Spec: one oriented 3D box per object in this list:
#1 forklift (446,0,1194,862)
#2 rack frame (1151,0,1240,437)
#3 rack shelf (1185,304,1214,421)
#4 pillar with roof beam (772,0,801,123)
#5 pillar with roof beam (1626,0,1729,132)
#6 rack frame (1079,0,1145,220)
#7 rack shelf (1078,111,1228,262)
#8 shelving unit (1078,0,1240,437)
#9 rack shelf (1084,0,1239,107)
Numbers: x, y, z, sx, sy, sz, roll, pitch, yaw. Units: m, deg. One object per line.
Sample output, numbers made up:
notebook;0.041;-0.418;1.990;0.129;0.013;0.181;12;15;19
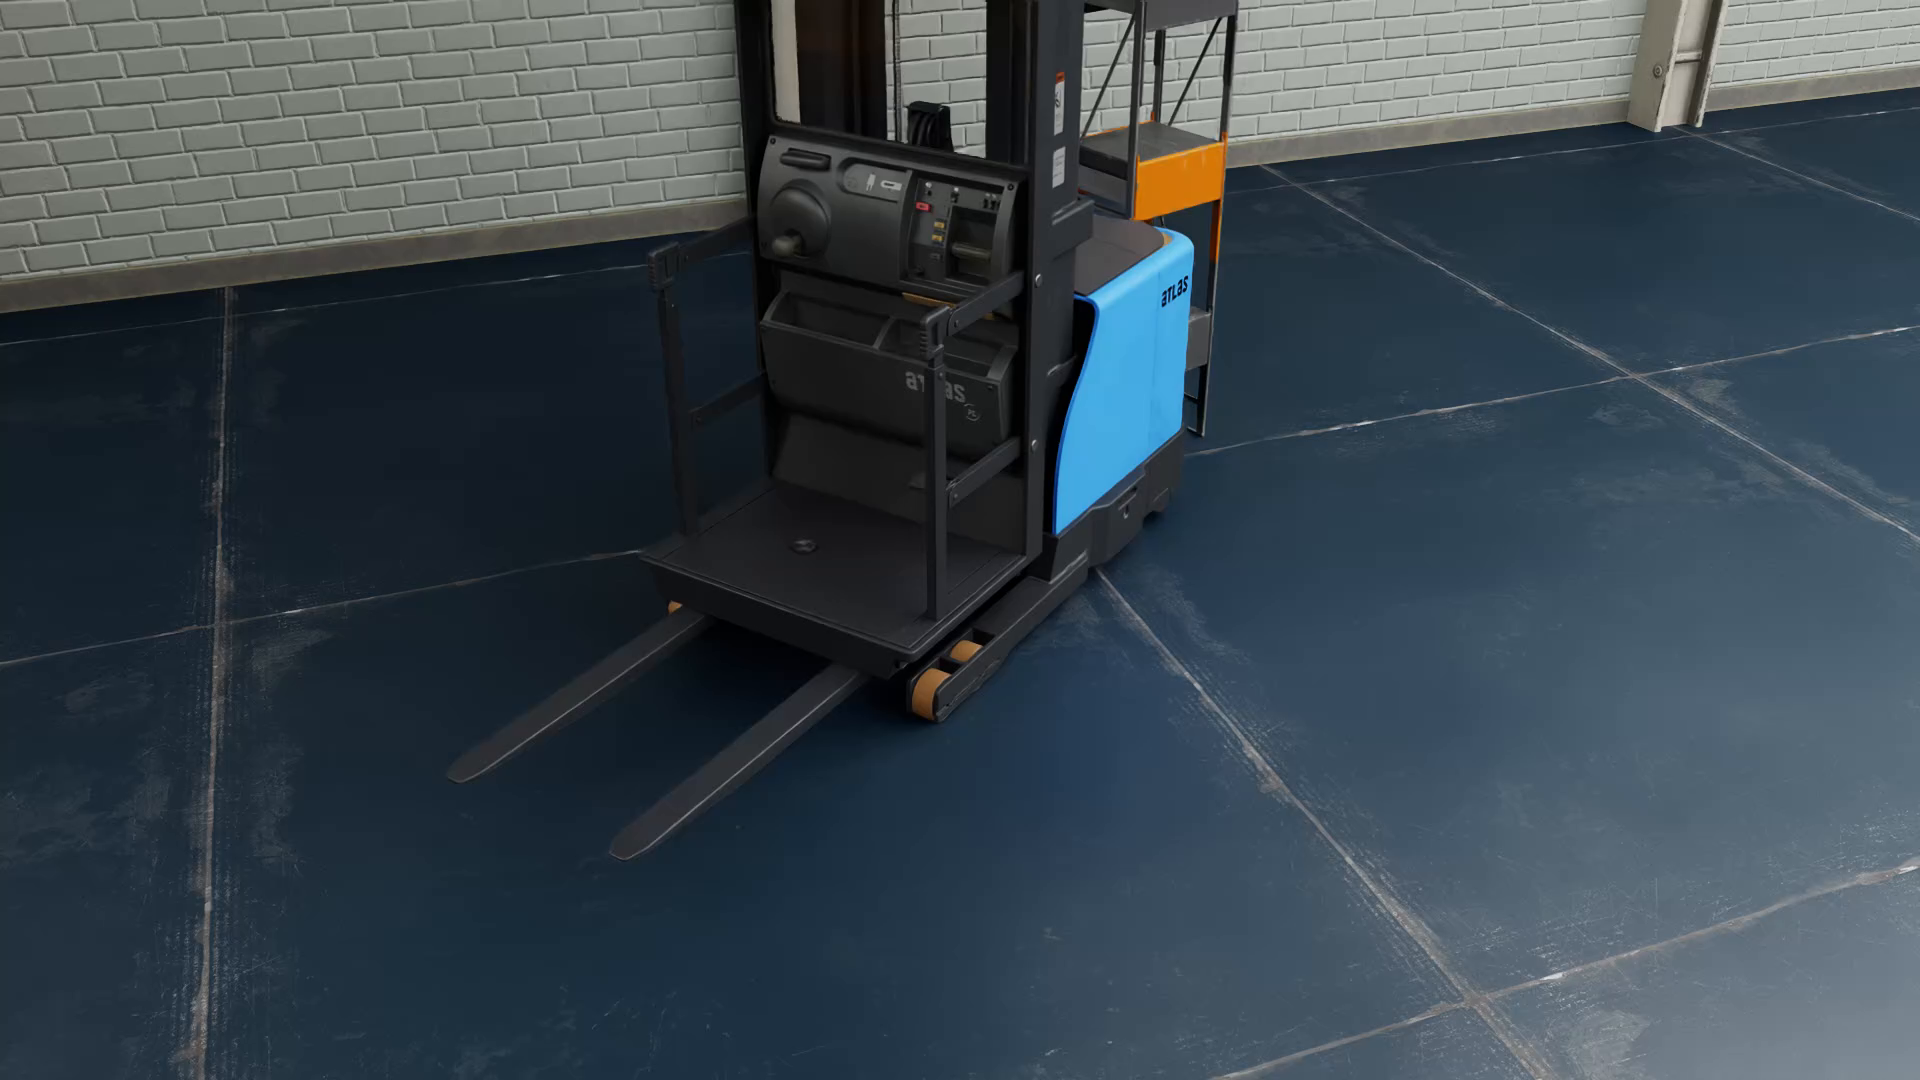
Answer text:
forklift;-0.348;-0.965;4.983;1.130;2.935;3.031;17;34;28
rack frame;0.900;-1.425;6.631;0.015;2.100;0.400;-22;36;-33
rack shelf;0.710;-0.729;6.850;0.480;0.518;0.431;-22;36;-33
pillar with roof beam;0.592;-3.675;3.611;0.400;9.000;9.100;-10;31;-18
pillar with roof beam;6.215;-4.711;5.428;0.400;9.000;9.100;-10;31;-18
rack frame;0.520;-1.274;6.364;0.015;2.100;0.400;-22;36;-33
rack shelf;0.710;-1.338;6.504;0.480;0.518;0.431;-22;36;-33
shelving unit;0.710;-1.350;6.497;0.503;2.100;0.431;-22;36;-33
rack shelf;0.711;-1.946;6.158;0.480;0.518;0.431;-22;36;-33
